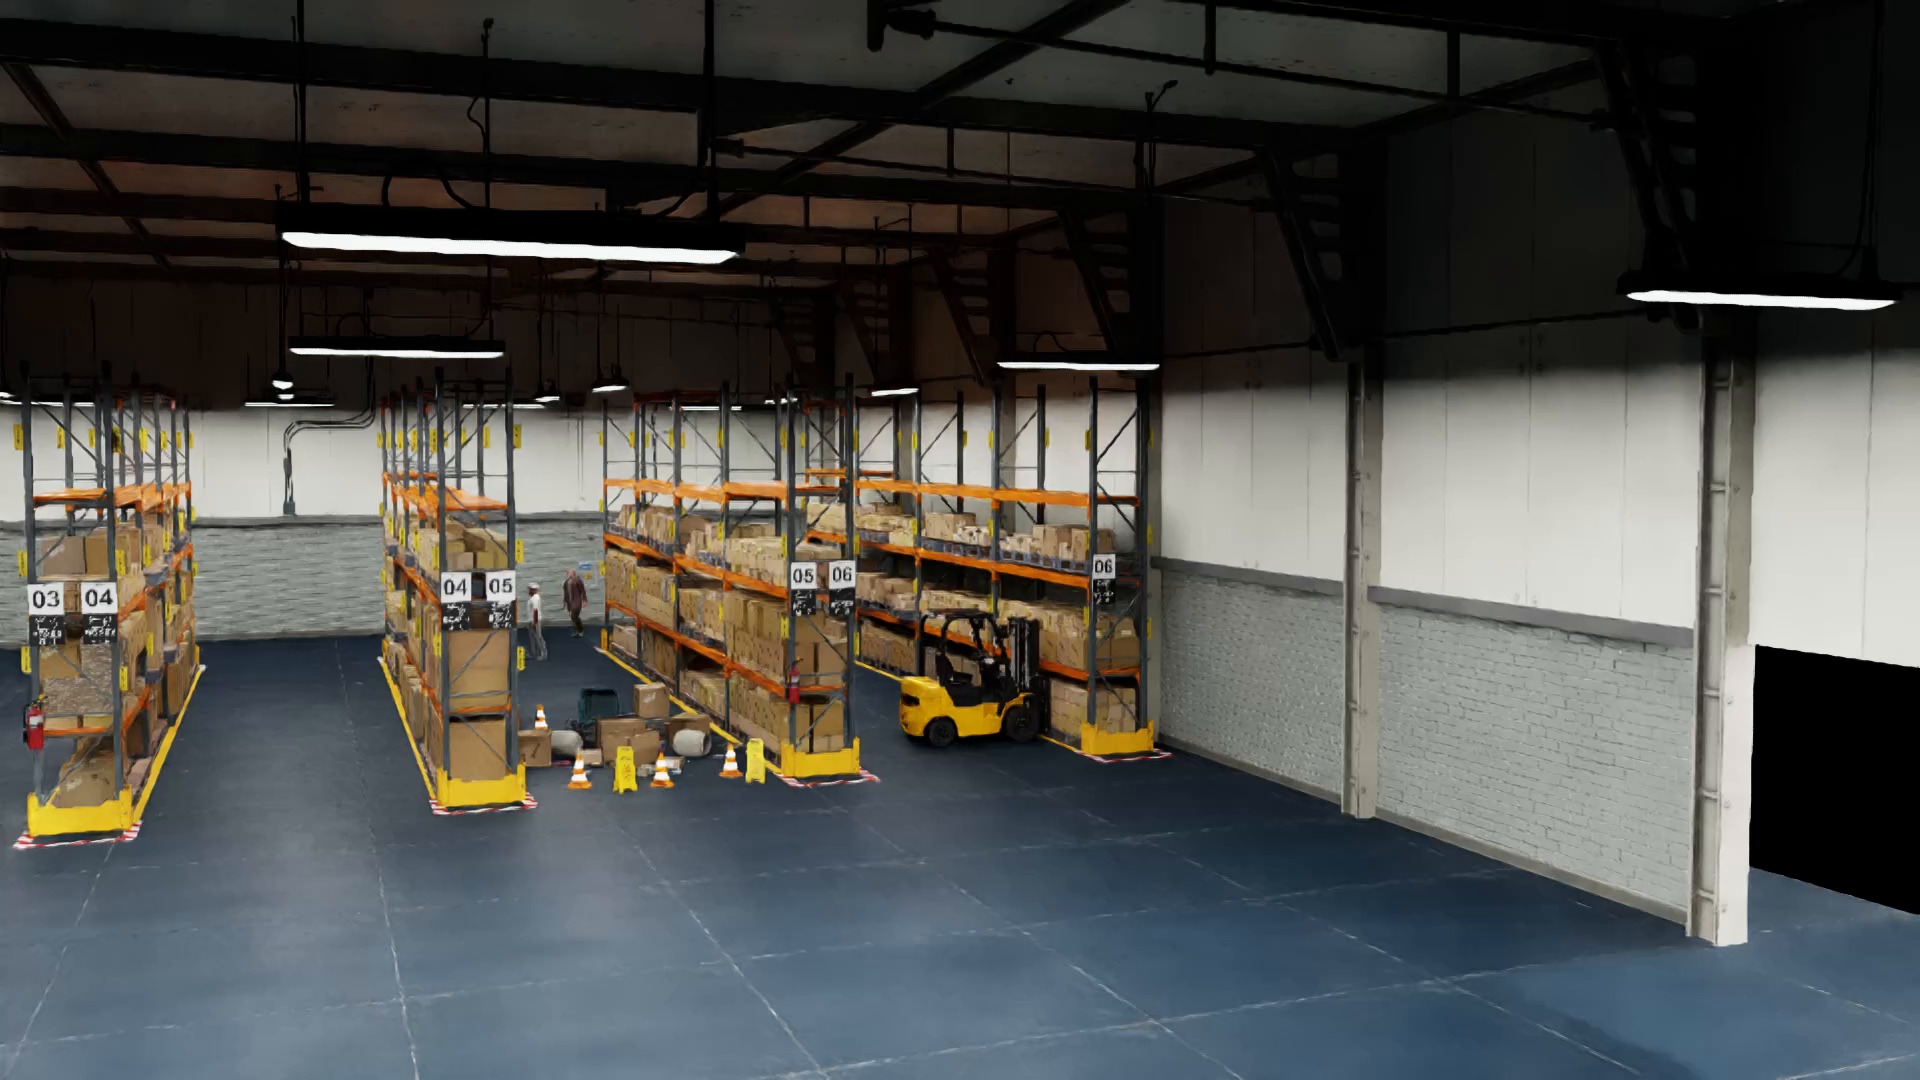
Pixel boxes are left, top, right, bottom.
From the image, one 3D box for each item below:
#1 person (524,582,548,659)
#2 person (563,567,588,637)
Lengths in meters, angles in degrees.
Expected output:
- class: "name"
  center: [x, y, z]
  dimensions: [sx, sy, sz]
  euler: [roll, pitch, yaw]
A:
- class: "person"
  center: [-9.732, 1.839, 37.945]
  dimensions: [0.580, 1.767, 0.735]
  euler: [-1, 4, -18]
- class: "person"
  center: [-9.737, 1.575, 42.044]
  dimensions: [0.688, 1.764, 0.525]
  euler: [2, 4, 34]
